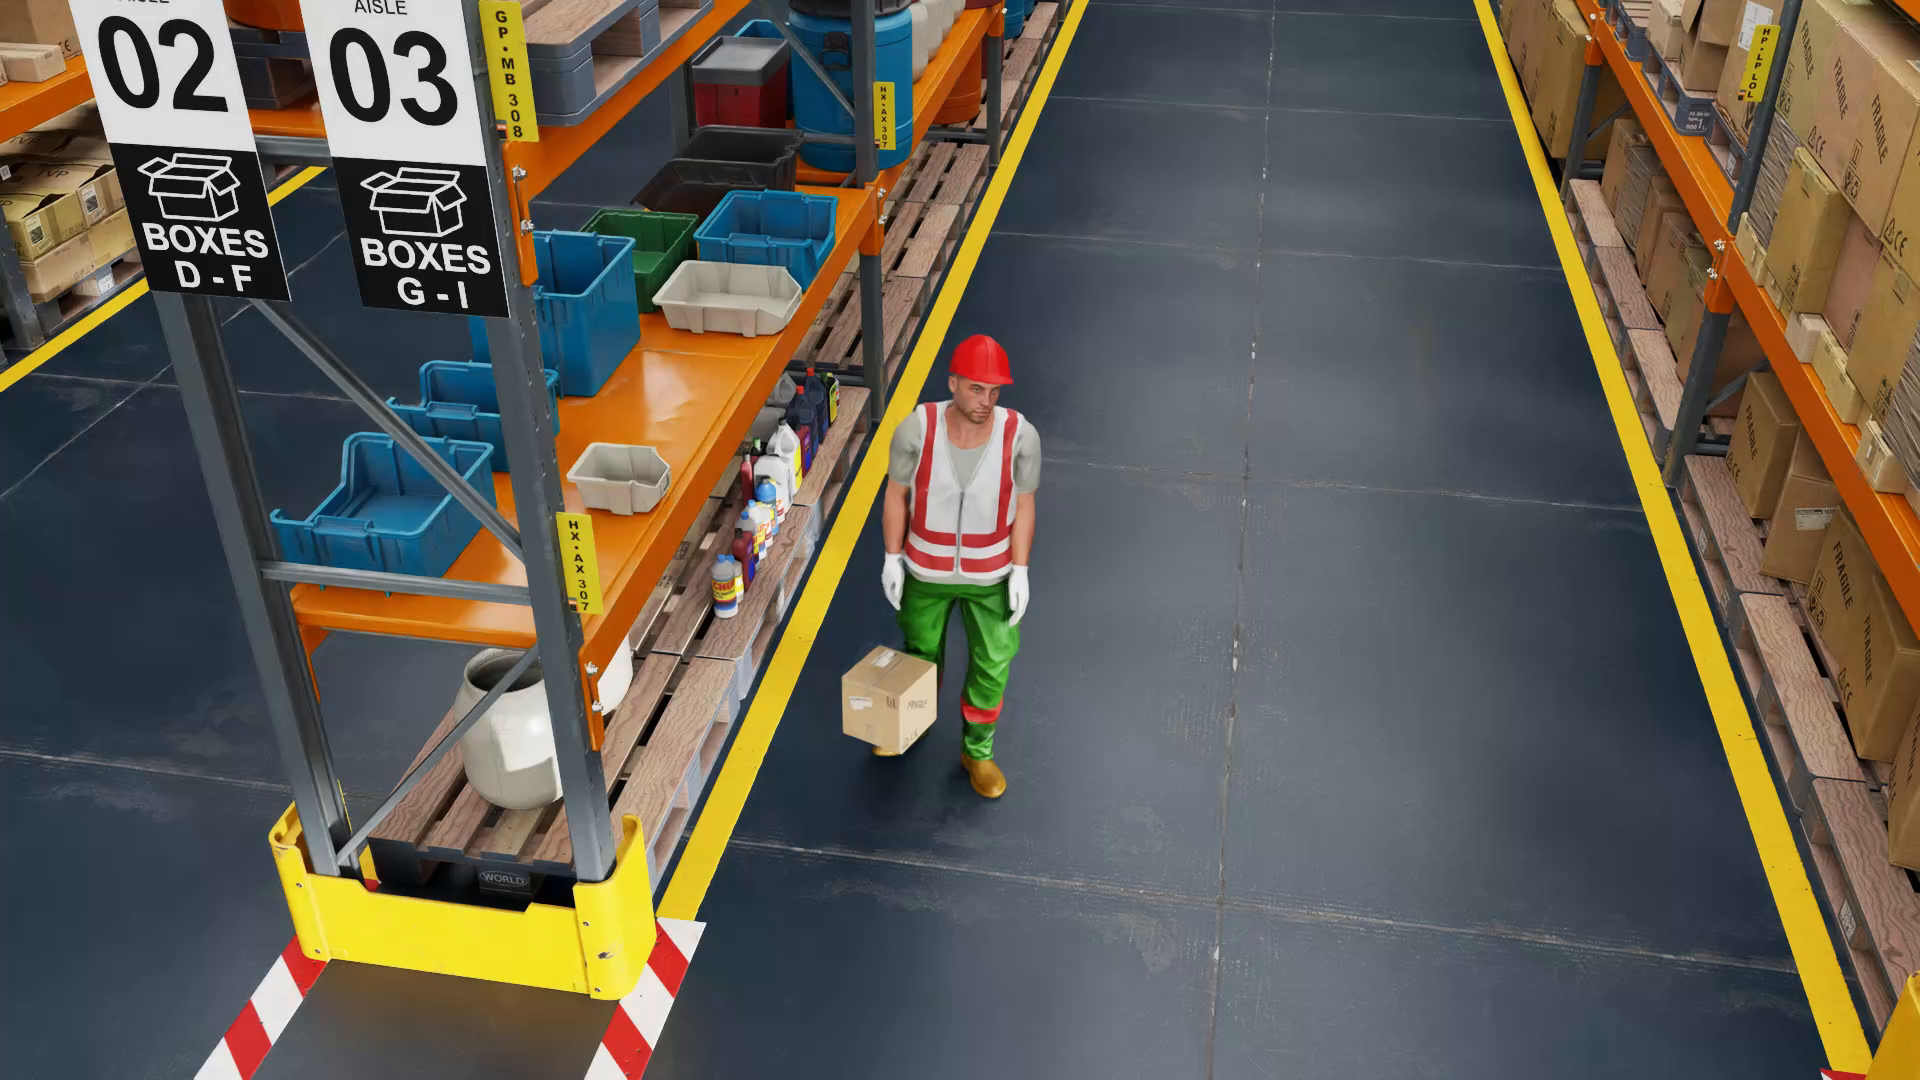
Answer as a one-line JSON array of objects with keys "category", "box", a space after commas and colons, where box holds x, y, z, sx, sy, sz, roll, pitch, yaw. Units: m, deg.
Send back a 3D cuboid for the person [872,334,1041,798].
[{"category": "person", "box": [-0.033, 0.100, 5.958, 0.622, 1.786, 0.466, 2, 32, 3]}]
